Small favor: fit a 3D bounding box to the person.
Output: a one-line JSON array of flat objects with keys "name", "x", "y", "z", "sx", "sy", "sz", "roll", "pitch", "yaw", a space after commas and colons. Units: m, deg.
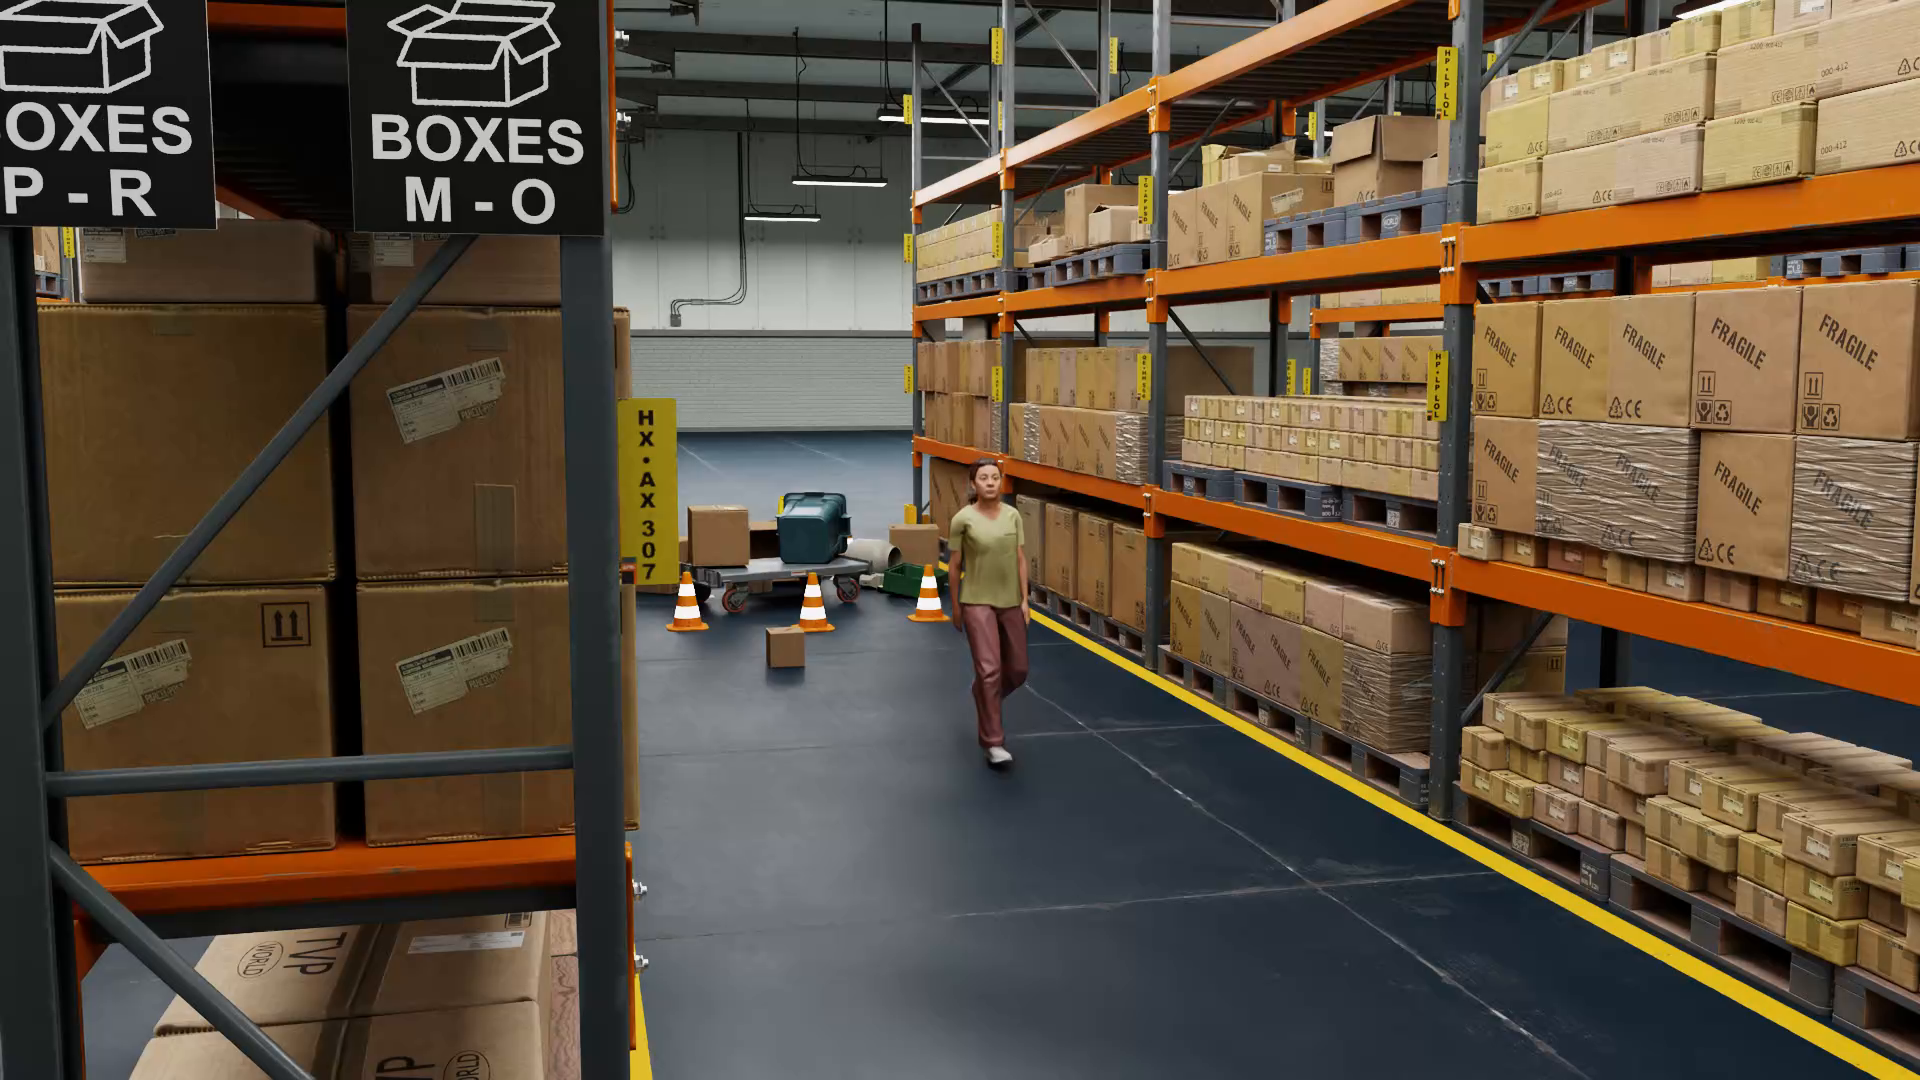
[{"name": "person", "x": 0.155, "y": 0.360, "z": 9.207, "sx": 0.446, "sy": 1.645, "sz": 0.784, "roll": -2, "pitch": 7, "yaw": -21}]
